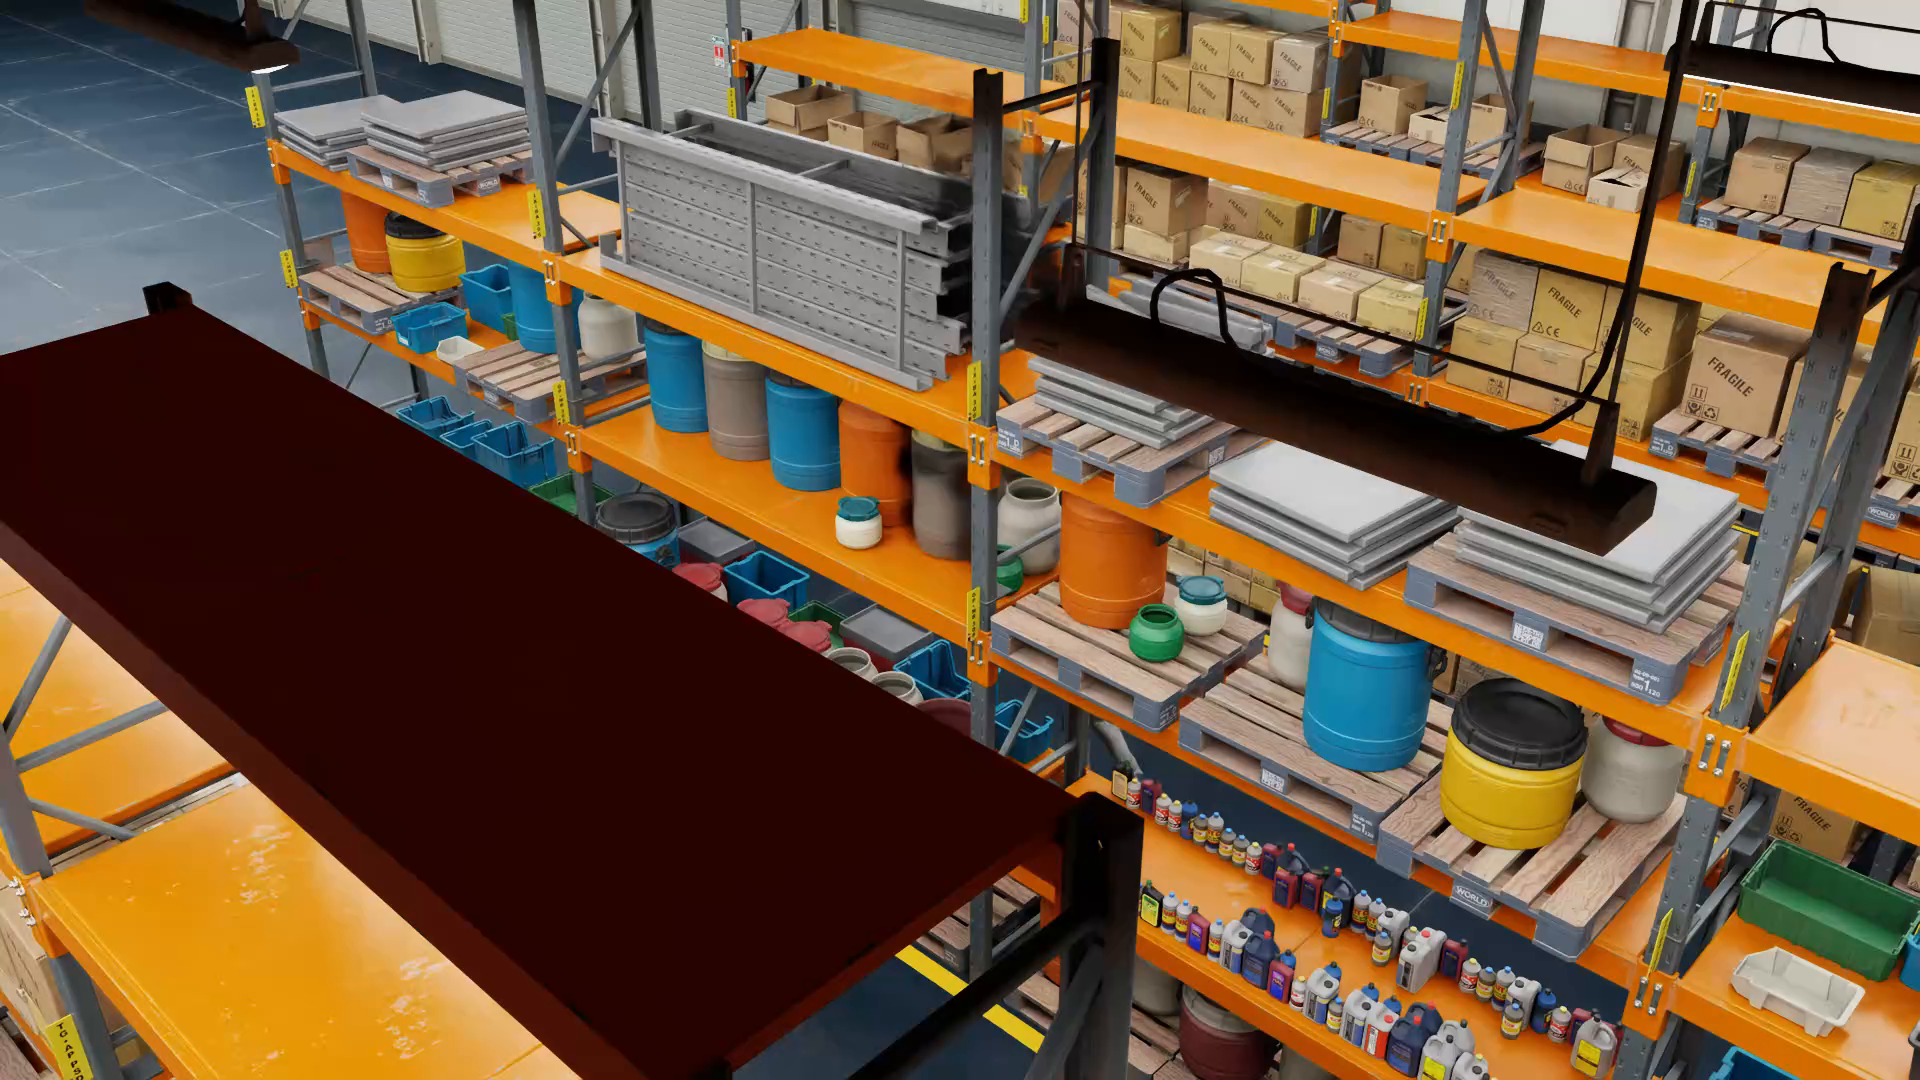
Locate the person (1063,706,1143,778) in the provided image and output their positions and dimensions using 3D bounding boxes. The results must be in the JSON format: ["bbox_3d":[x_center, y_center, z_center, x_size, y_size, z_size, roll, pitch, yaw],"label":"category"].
[{"bbox_3d":[0.999,1.062,12.002,0.725,1.751,0.714,23,36,34],"label":"person"}]

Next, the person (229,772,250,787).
[{"bbox_3d":[-4.660,1.949,11.119,0.704,1.609,0.868,-14,32,-23],"label":"person"}]
